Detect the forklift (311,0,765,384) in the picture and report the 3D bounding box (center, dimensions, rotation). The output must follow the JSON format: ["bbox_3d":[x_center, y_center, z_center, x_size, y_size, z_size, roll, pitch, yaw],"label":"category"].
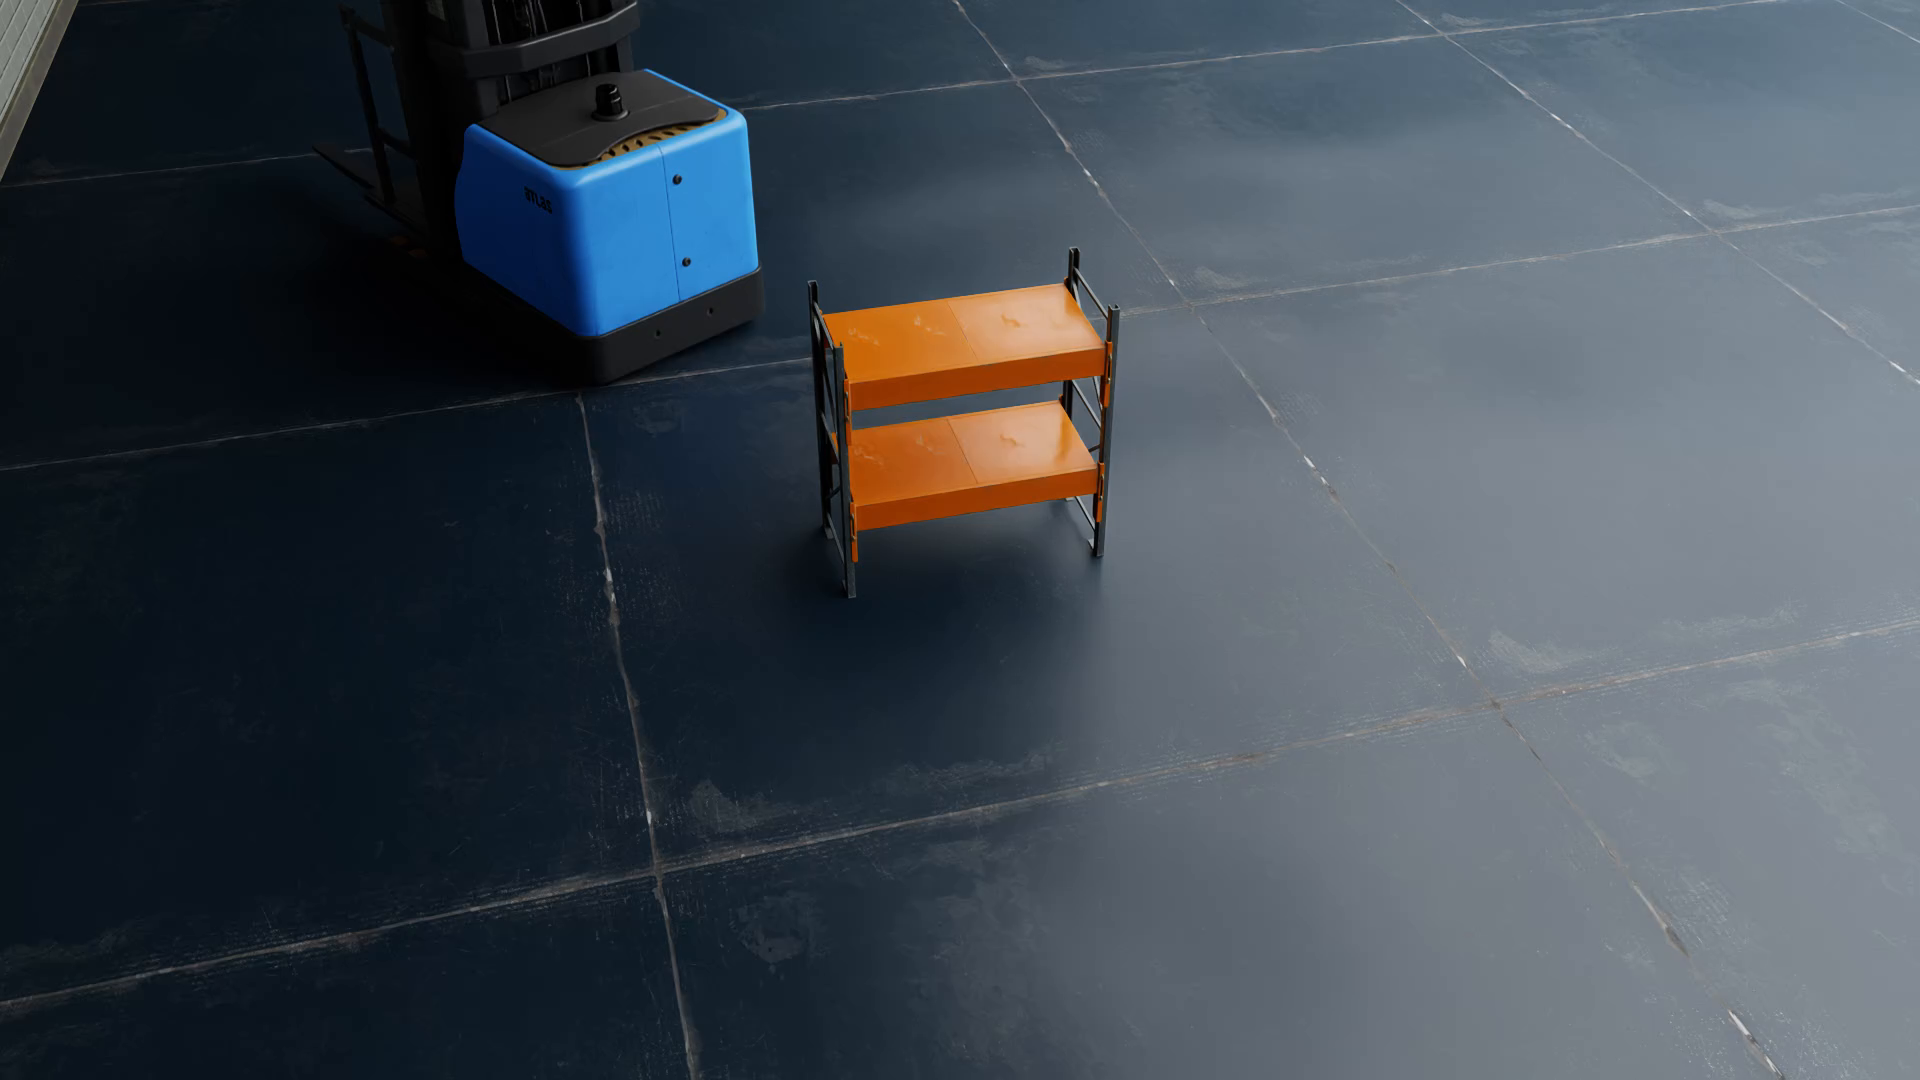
[{"bbox_3d":[-2.330,-2.673,7.832,1.130,2.935,3.031,-30,47,-33],"label":"forklift"}]

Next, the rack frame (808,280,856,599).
[{"bbox_3d":[-0.484,-0.367,6.304,0.032,1.125,0.500,-9,38,-12],"label":"rack frame"}]

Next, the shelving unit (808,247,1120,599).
[{"bbox_3d":[0.007,-0.448,6.410,1.048,1.125,0.538,-9,38,-12],"label":"shelving unit"}]

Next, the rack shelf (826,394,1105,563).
[{"bbox_3d":[0.007,-0.254,6.558,1.000,0.278,0.538,-9,38,-12],"label":"rack shelf"}]

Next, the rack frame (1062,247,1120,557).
[{"bbox_3d":[0.497,-0.528,6.515,0.032,1.125,0.500,-9,38,-12],"label":"rack frame"}]

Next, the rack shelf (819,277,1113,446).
[{"bbox_3d":[0.007,-0.680,6.232,1.000,0.278,0.538,-9,38,-12],"label":"rack shelf"}]
